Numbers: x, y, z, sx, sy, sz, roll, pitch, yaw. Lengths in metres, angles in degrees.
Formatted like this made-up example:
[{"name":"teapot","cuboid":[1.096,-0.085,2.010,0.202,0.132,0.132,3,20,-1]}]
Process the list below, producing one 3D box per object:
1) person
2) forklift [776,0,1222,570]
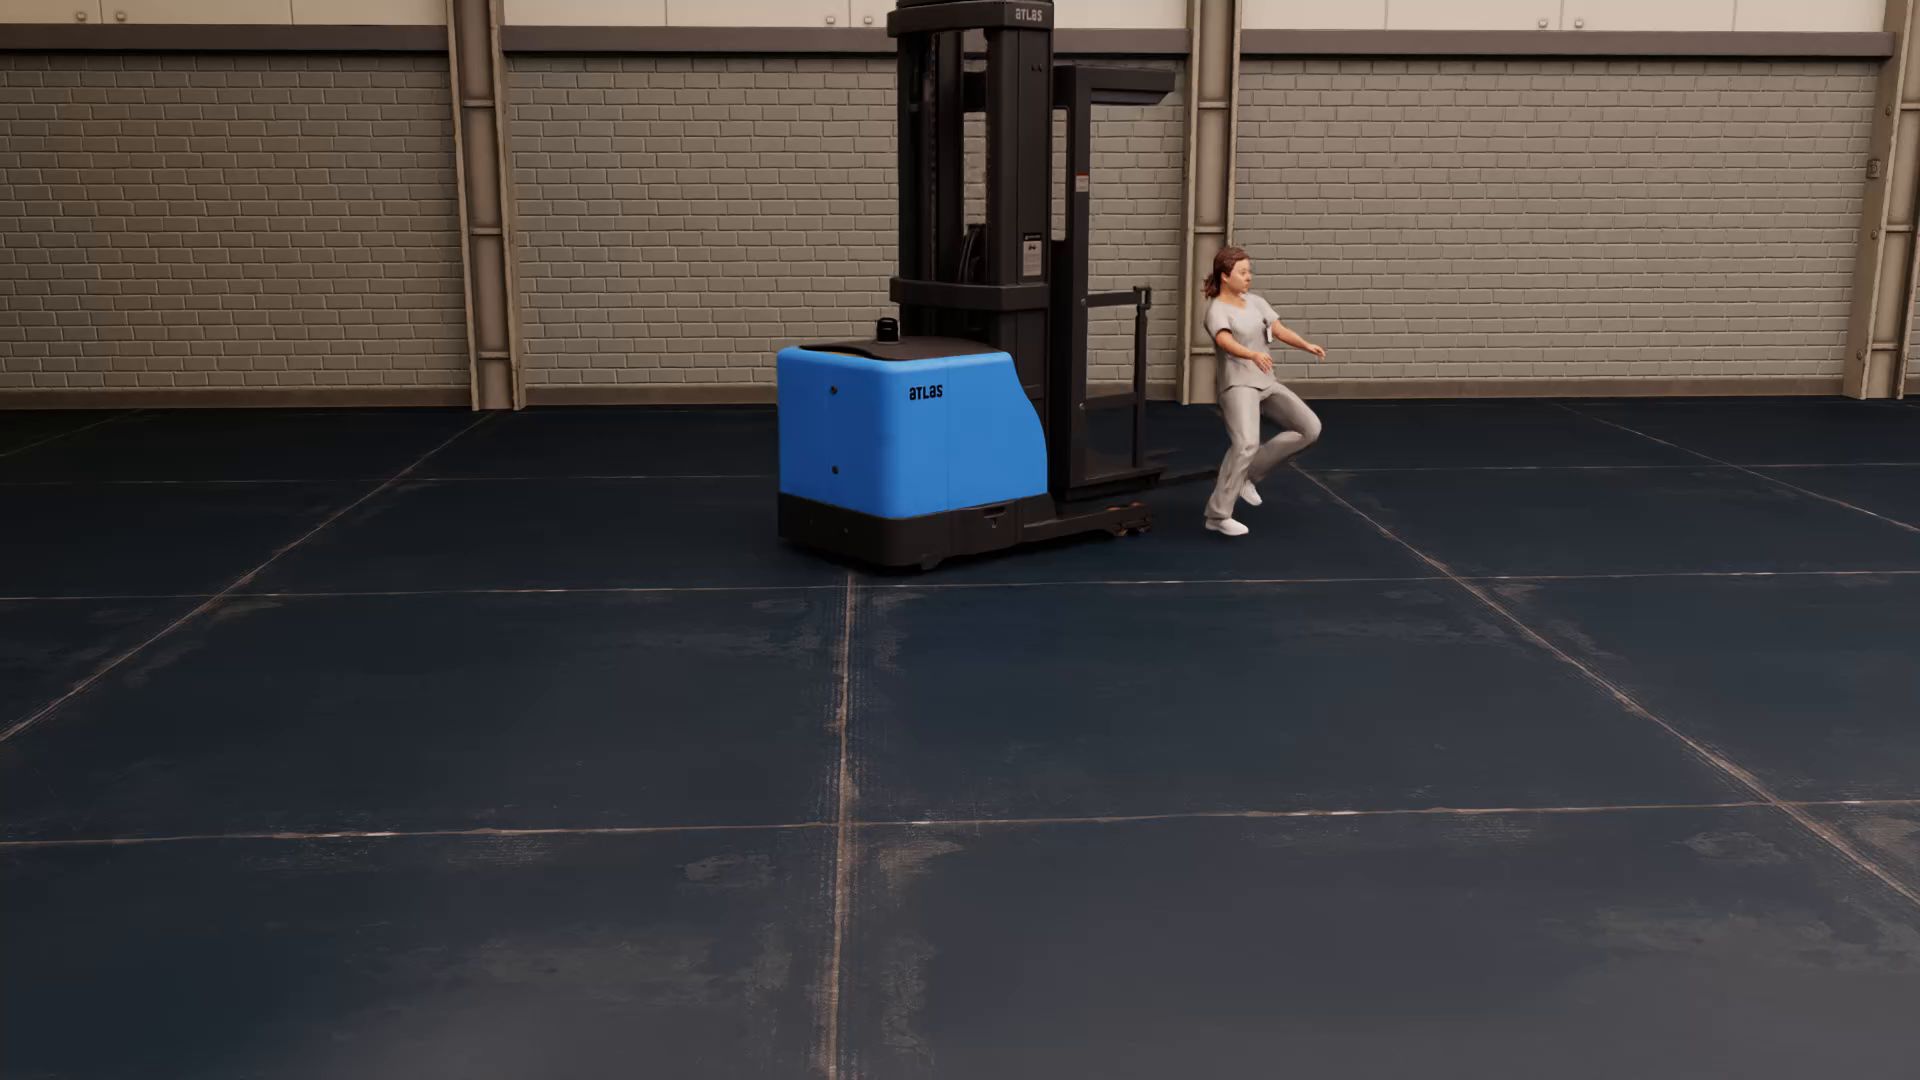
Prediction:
[{"name":"person","cuboid":[1.625,-0.838,9.181,0.716,1.525,0.736,-11,17,-41]},{"name":"forklift","cuboid":[0.464,-1.525,9.203,3.031,2.935,1.130,-11,17,-40]}]
